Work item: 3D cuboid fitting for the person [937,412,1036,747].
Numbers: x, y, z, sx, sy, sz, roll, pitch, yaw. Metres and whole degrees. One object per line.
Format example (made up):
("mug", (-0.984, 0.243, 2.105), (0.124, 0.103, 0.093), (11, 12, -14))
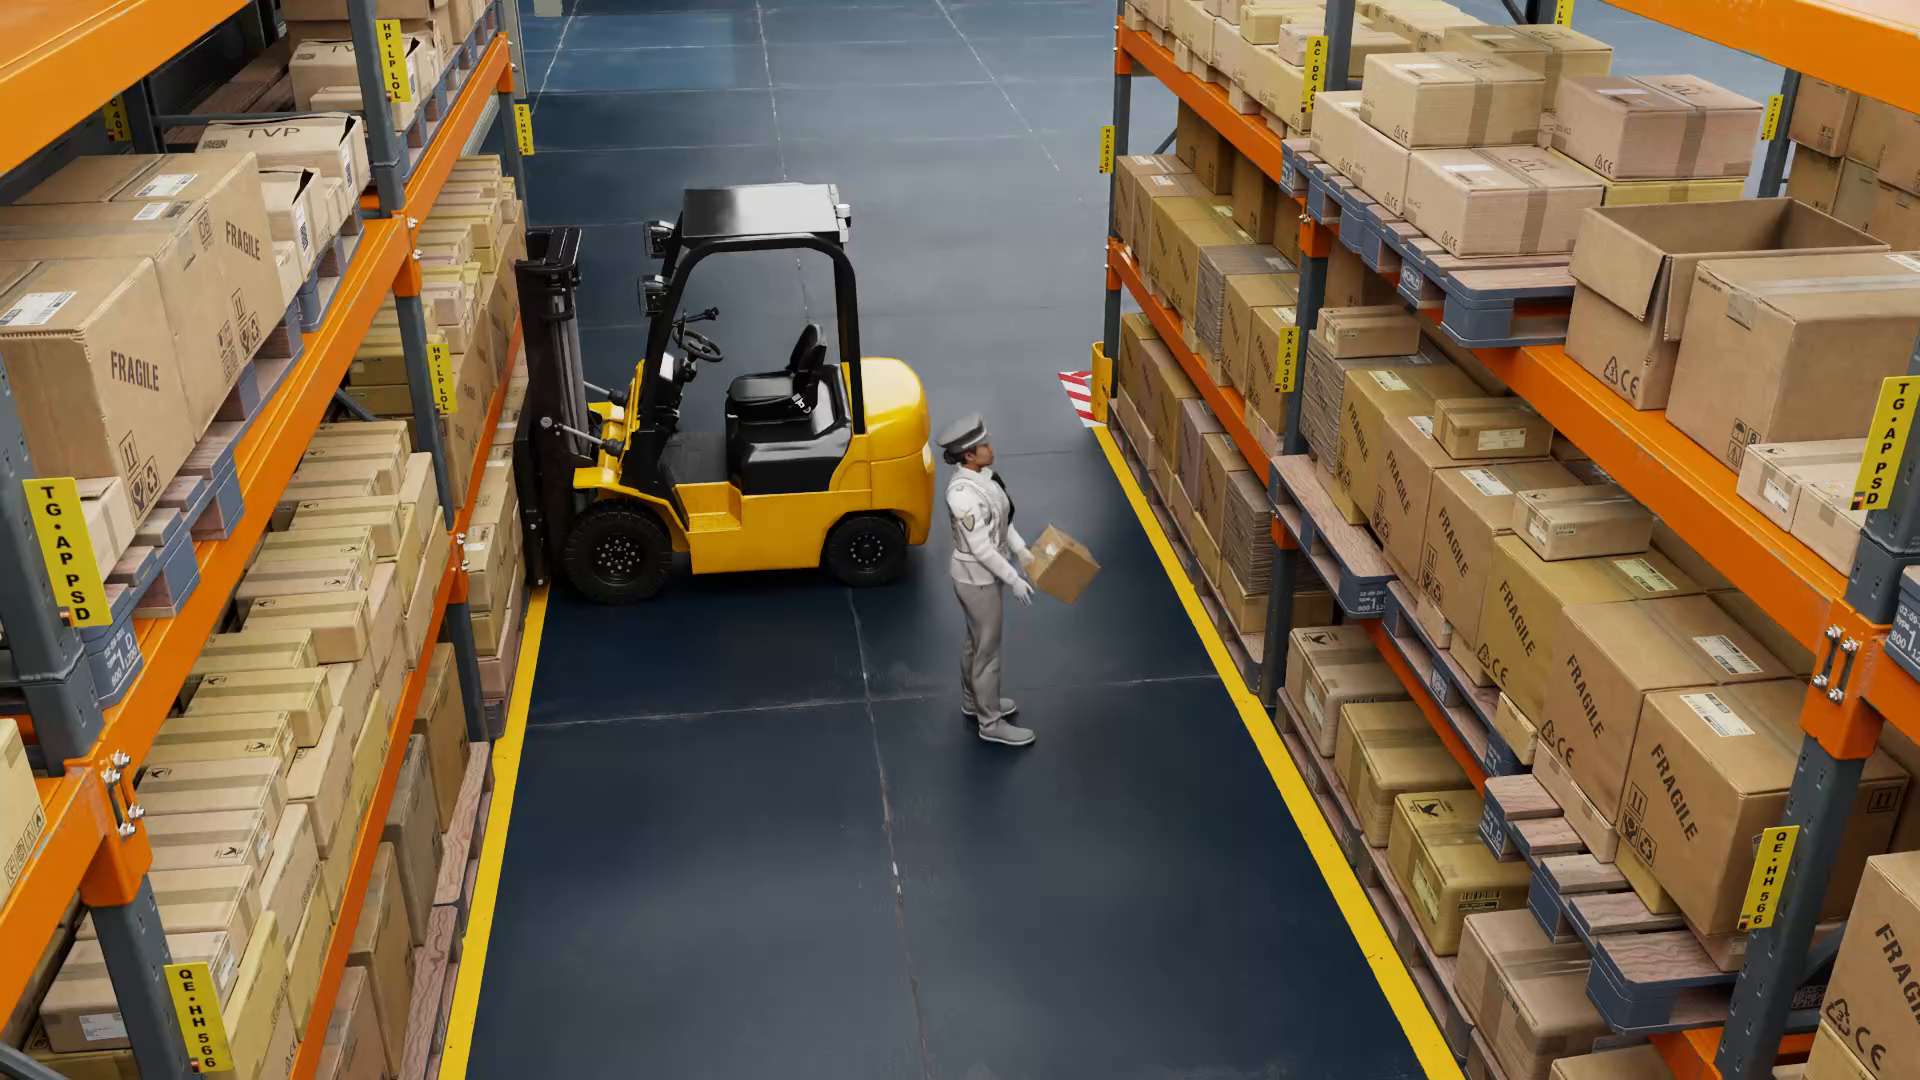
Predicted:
("person", (0.151, 0.169, 8.242), (0.521, 1.698, 0.495), (4, 28, 7))
